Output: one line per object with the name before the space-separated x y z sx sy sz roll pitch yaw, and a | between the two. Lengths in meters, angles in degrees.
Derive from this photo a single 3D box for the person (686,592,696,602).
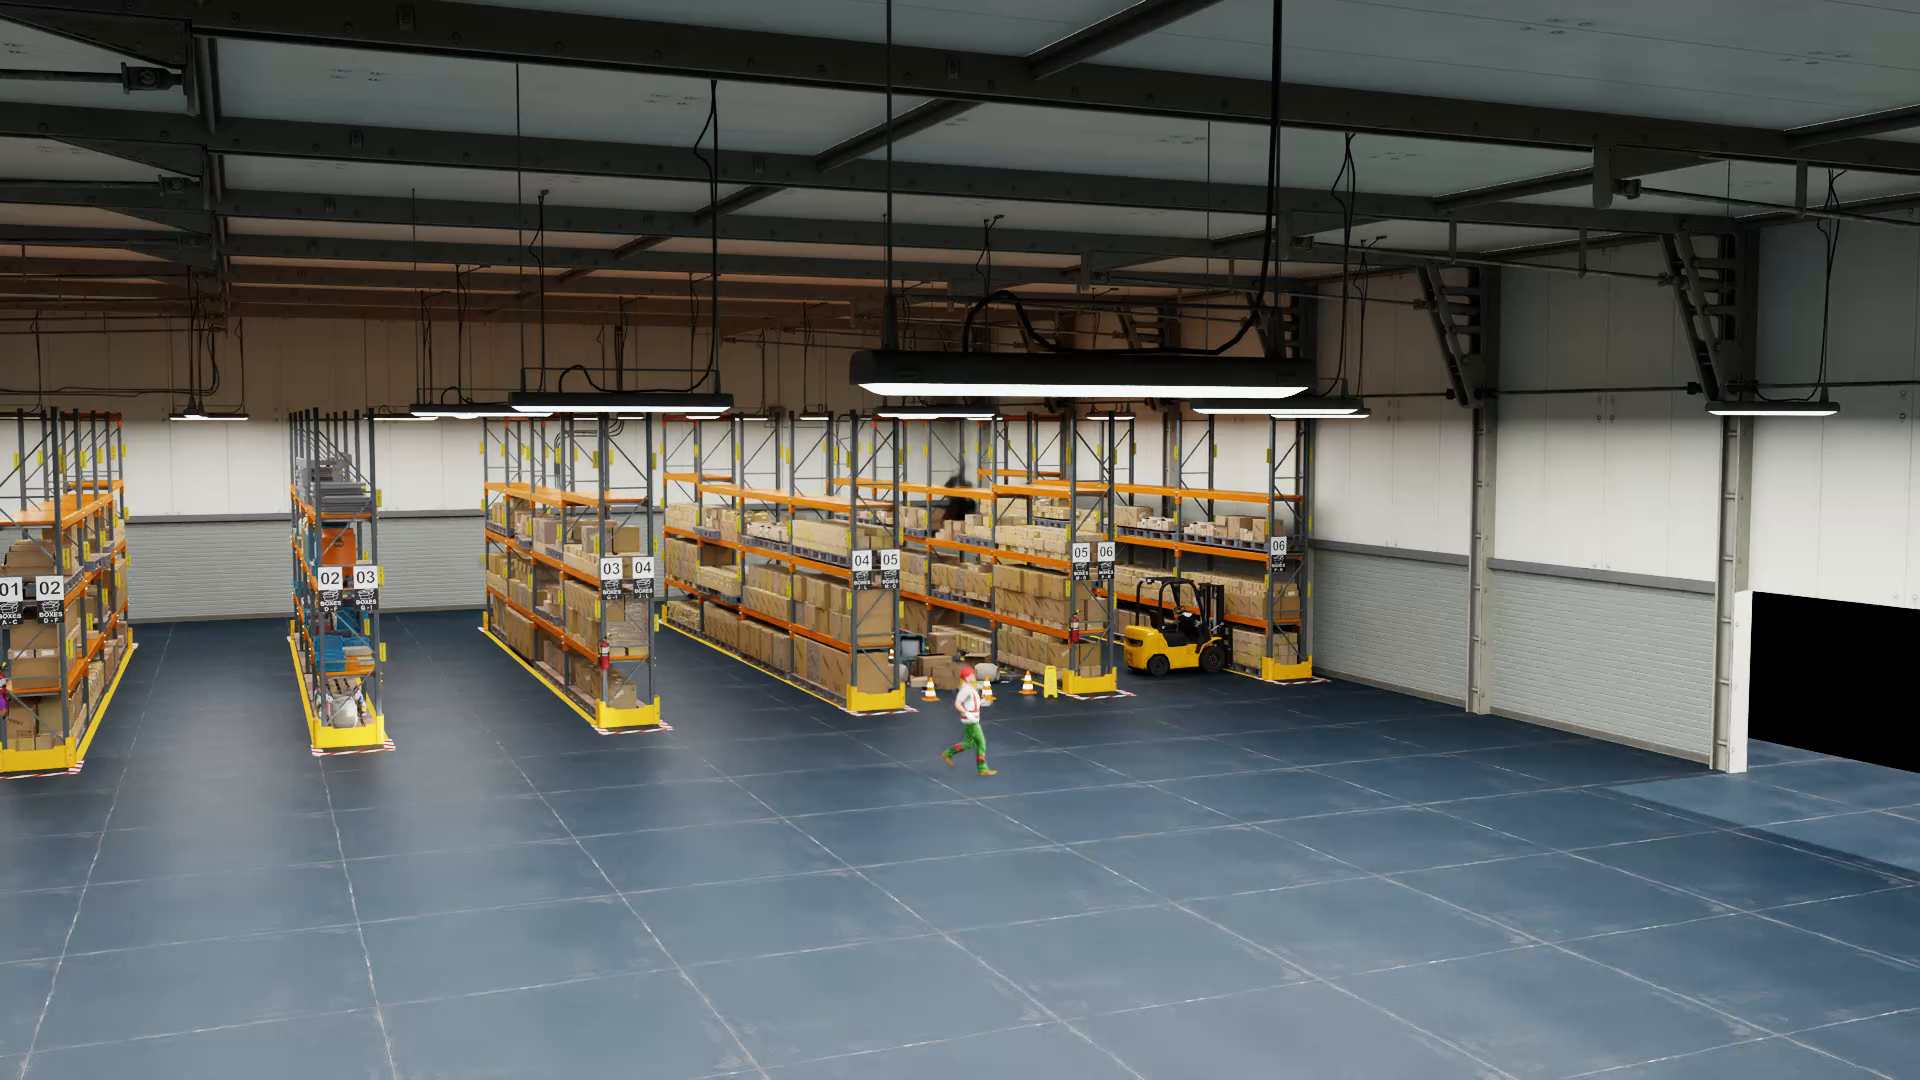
person | -7.929 1.476 49.379 0.464 1.602 0.676 1 4 19

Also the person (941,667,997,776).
person | 0.140 2.942 27.015 0.928 1.766 0.669 0 4 3

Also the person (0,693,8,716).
person | -15.493 3.020 26.371 0.727 1.820 0.693 1 4 19
